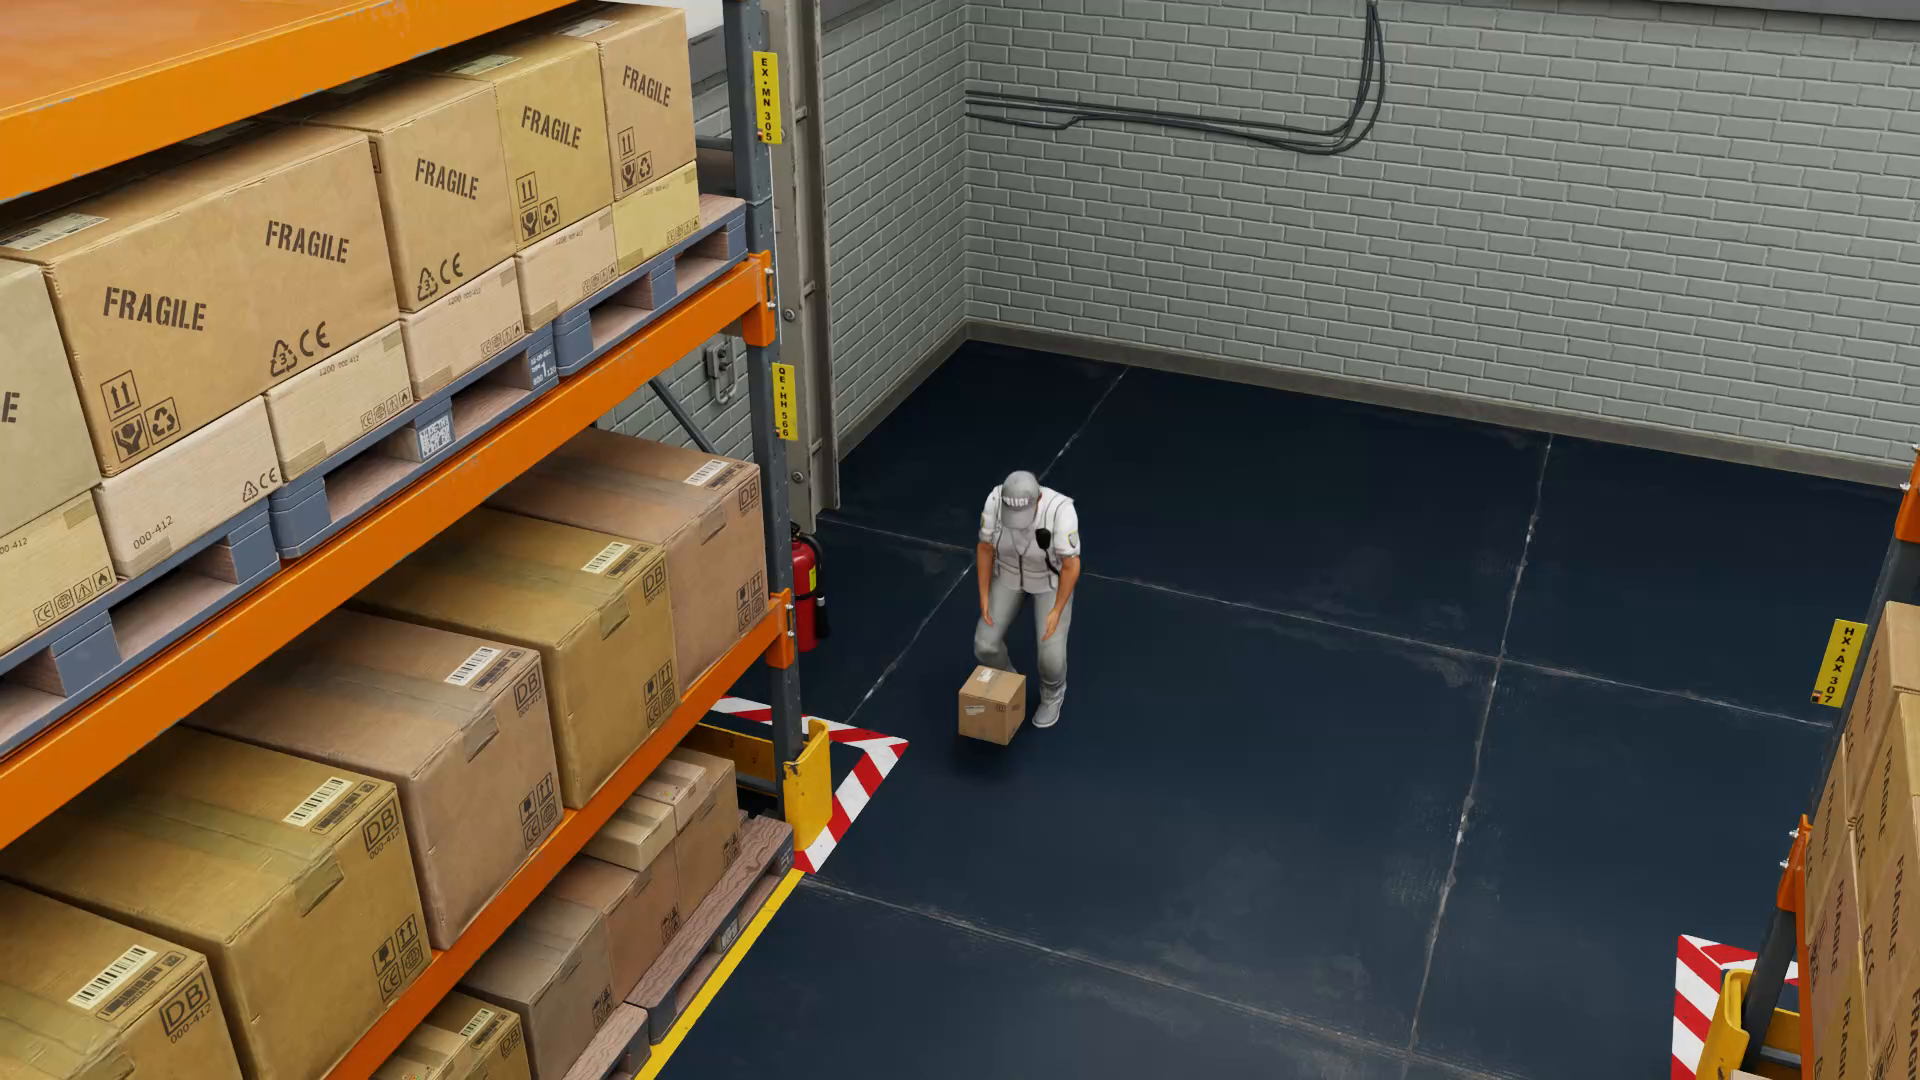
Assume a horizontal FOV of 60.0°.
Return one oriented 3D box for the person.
[{"bbox_3d":[0.343,0.253,8.146,0.528,1.480,0.627,12,32,20],"label":"person"}]
